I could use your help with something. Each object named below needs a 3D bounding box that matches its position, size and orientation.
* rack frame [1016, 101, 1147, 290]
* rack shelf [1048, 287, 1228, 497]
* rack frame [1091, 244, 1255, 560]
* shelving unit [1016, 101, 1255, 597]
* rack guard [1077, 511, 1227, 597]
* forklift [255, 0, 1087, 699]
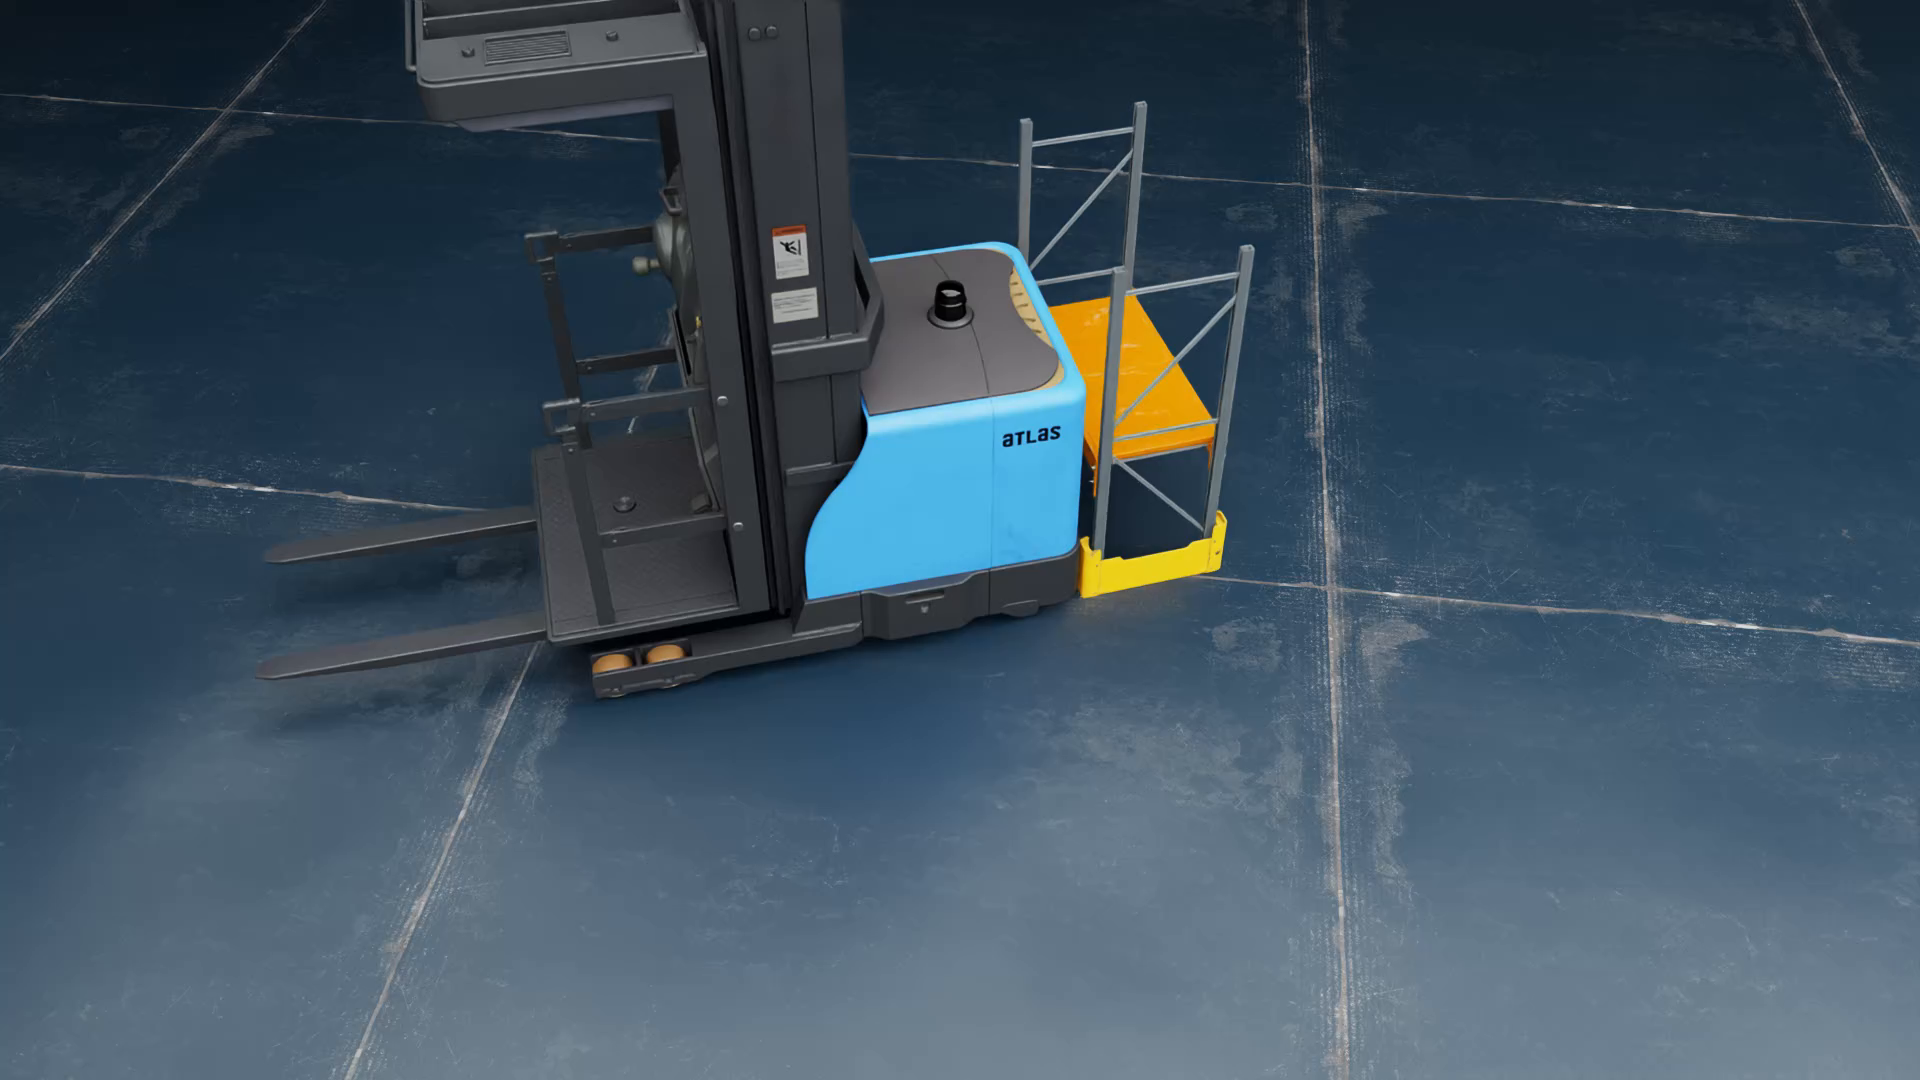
[{"bbox_3d":[0.468,-1.070,6.789,0.500,1.500,0.032,-11,45,-12],"label":"rack frame"},{"bbox_3d":[0.609,-0.603,6.558,0.538,0.185,1.000,-11,45,-12],"label":"rack shelf"},{"bbox_3d":[0.750,-0.398,6.080,0.500,1.500,0.032,-11,45,-12],"label":"rack frame"},{"bbox_3d":[0.611,-0.728,6.428,0.587,1.500,1.083,-11,45,-12],"label":"shelving unit"},{"bbox_3d":[0.749,0.055,6.510,0.587,0.250,0.087,-11,45,-12],"label":"rack guard"},{"bbox_3d":[-1.118,-0.887,5.555,3.031,2.935,1.130,-10,44,-10],"label":"forklift"}]
